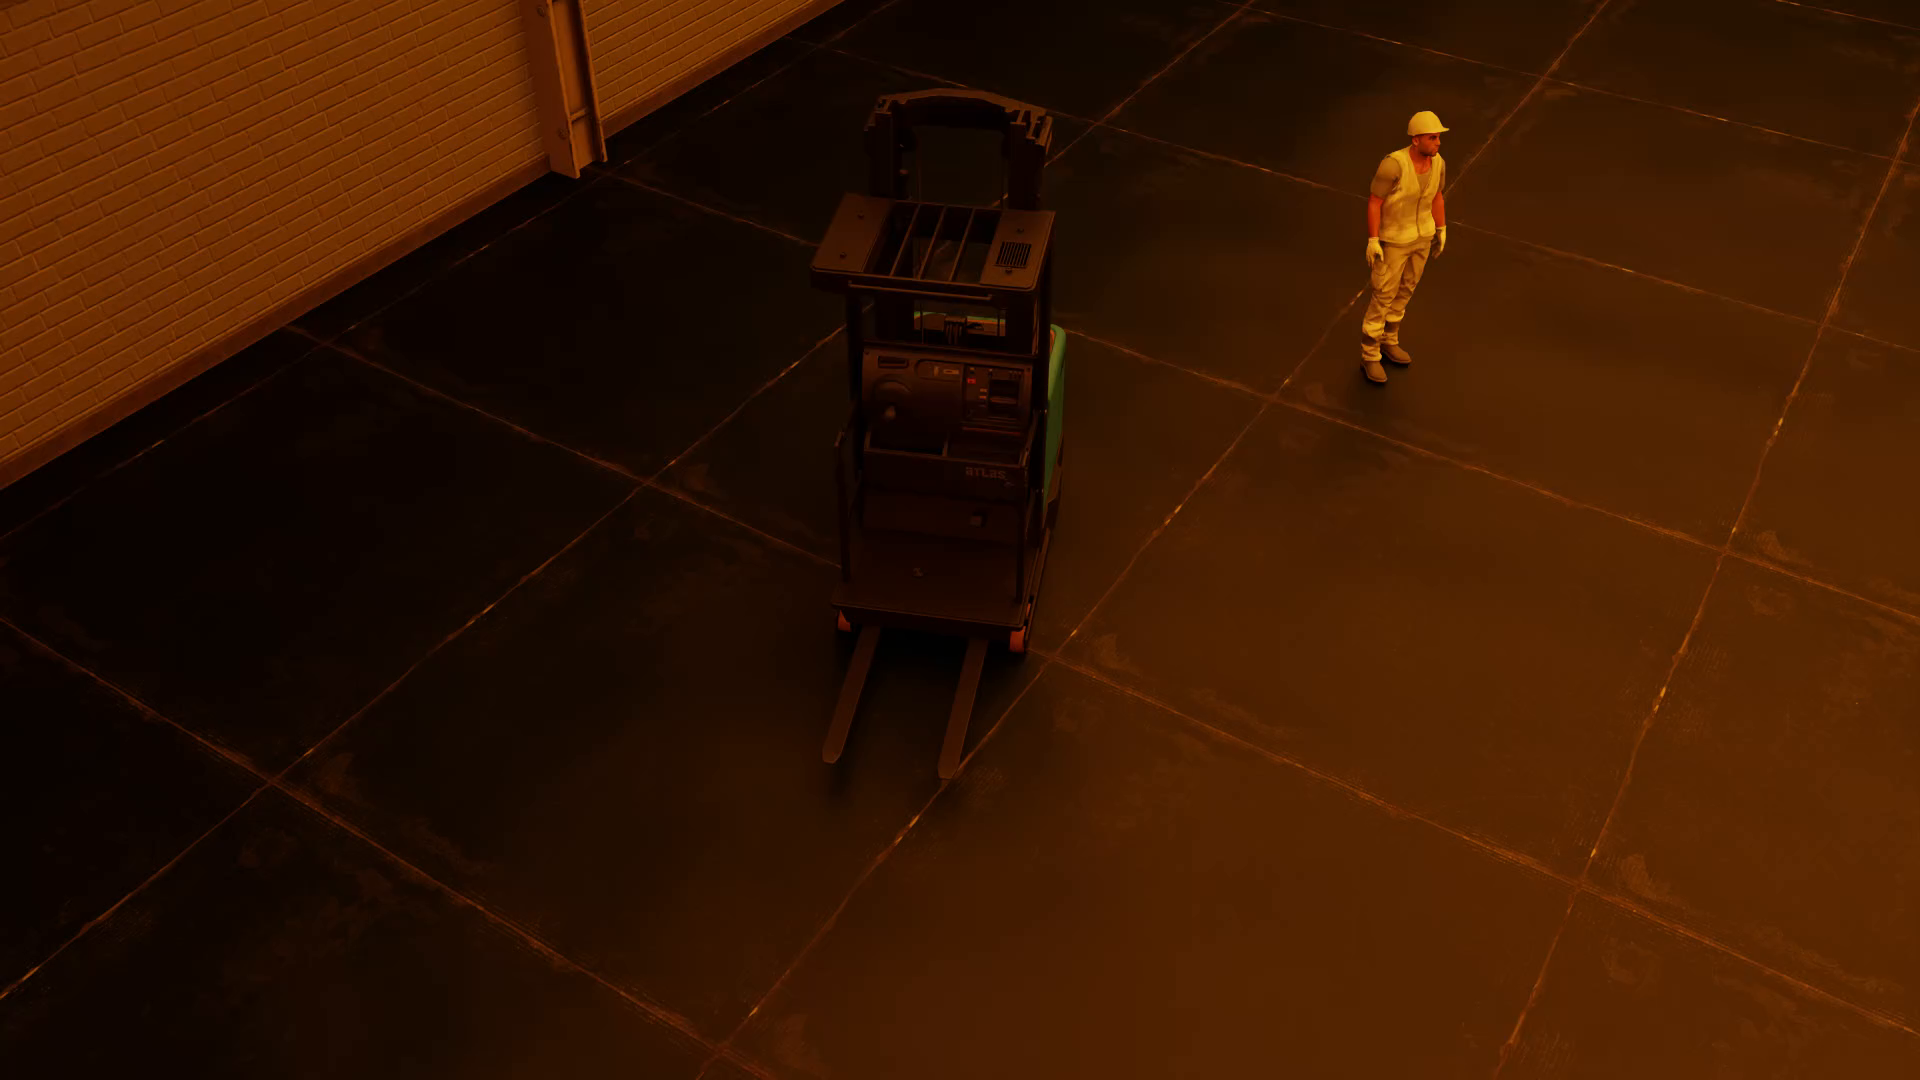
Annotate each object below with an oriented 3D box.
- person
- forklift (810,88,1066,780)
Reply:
[{"bbox_3d":[3.028,-1.979,11.173,0.637,1.789,0.564,-17,43,-19],"label":"person"},{"bbox_3d":[-0.108,-0.731,8.830,1.130,2.935,3.031,7,41,8],"label":"forklift"}]
